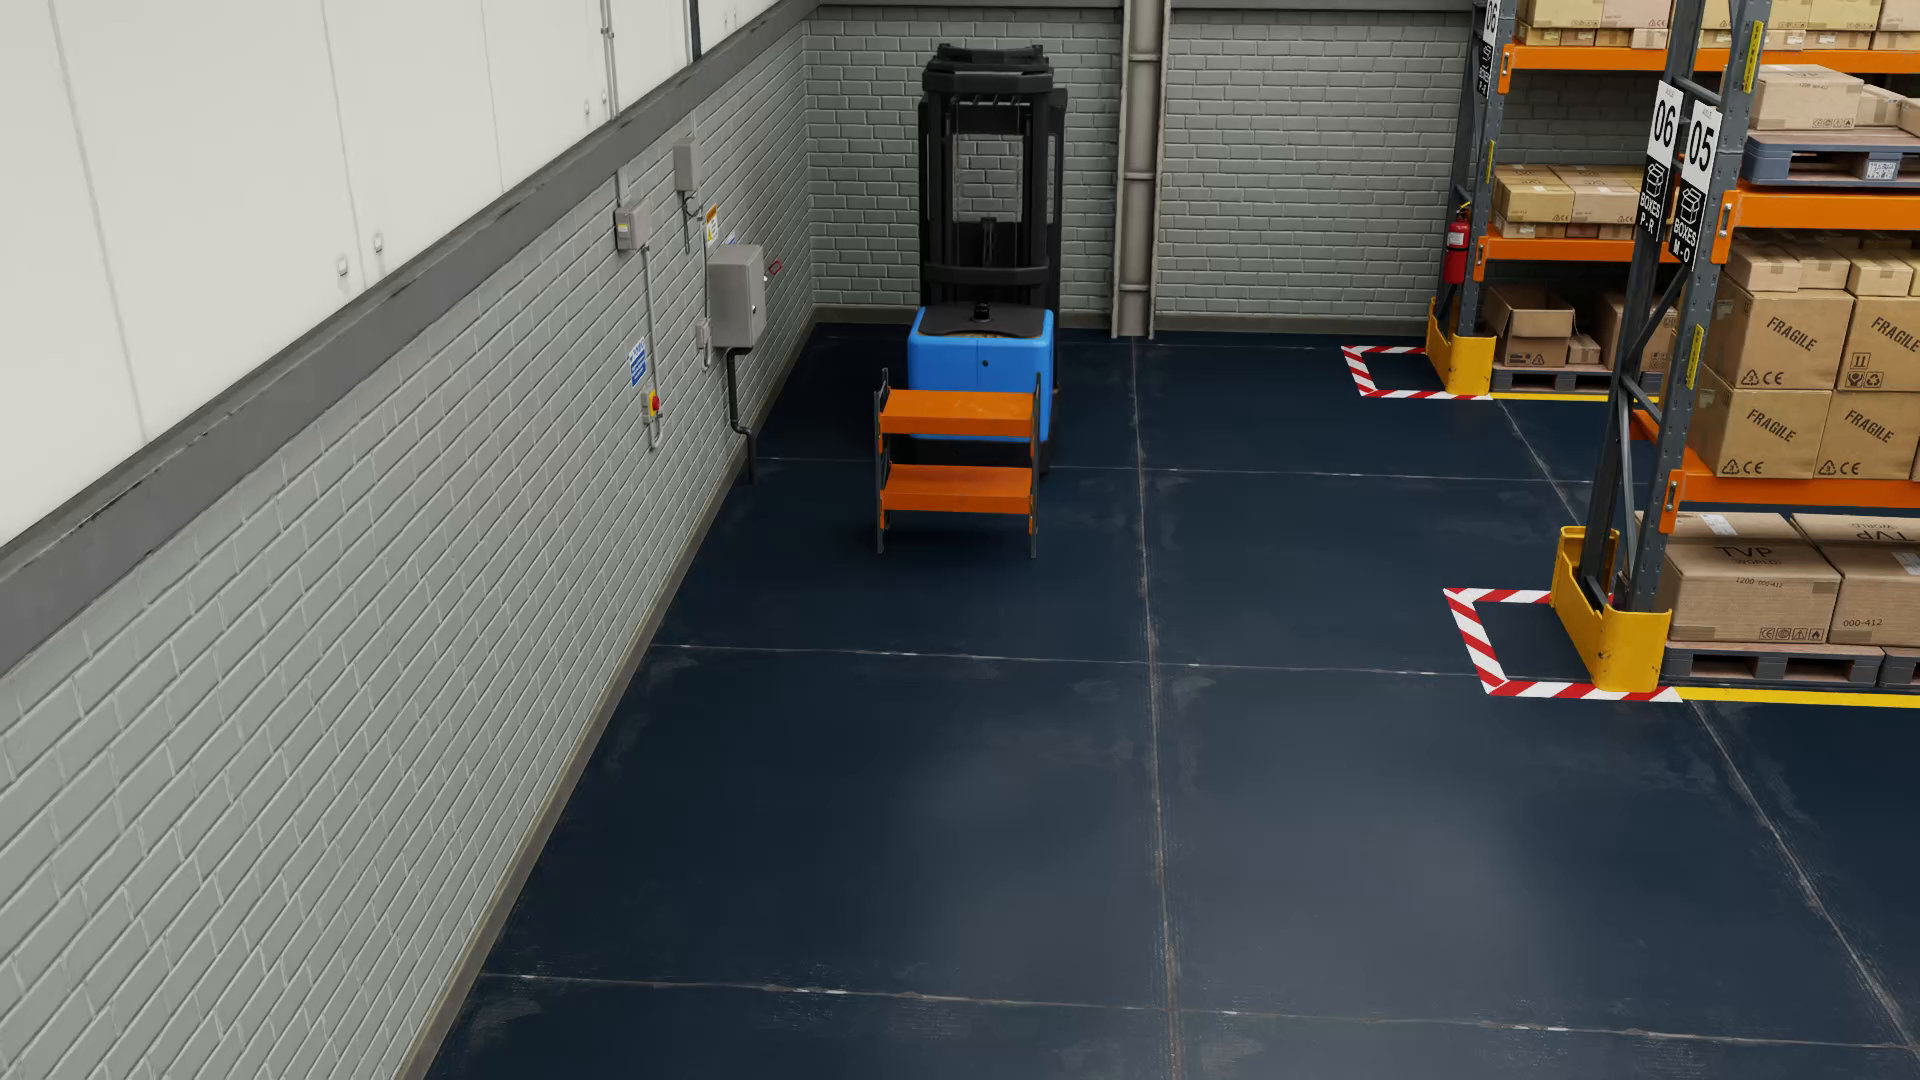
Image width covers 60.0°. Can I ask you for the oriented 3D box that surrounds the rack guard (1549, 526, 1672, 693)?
[{"bbox_3d":[3.814,0.389,9.806,0.348,0.500,1.175,2,25,4],"label":"rack guard"}]

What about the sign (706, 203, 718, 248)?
[{"bbox_3d":[-1.691,-2.146,11.337,0.001,0.242,0.339,2,25,4],"label":"sign"}]

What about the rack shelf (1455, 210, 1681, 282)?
[{"bbox_3d":[6.208,-2.423,13.789,4.000,0.370,1.077,2,25,4],"label":"rack shelf"}]

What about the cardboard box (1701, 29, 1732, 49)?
[{"bbox_3d":[5.785,-3.905,12.859,0.250,0.149,0.380,2,25,3],"label":"cardboard box"}]

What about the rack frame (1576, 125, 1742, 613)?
[{"bbox_3d":[3.838,-0.745,9.282,0.127,3.000,1.000,2,25,4],"label":"rack frame"}]

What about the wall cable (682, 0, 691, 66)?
[{"bbox_3d":[-1.795,-3.849,8.849,0.029,3.000,2.355,2,25,4],"label":"wall cable"}]

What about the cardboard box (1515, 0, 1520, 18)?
[{"bbox_3d":[4.678,-4.343,13.335,0.500,0.250,0.500,1,25,3],"label":"cardboard box"}]

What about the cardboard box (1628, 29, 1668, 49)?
[{"bbox_3d":[5.272,-3.892,12.832,0.250,0.149,0.380,2,25,5],"label":"cardboard box"}]

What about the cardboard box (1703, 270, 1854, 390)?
[{"bbox_3d":[4.294,-1.111,8.760,0.500,0.500,0.500,1,25,3],"label":"cardboard box"}]

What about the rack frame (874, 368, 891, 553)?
[{"bbox_3d":[-0.514,-0.527,11.051,0.032,1.125,0.500,2,25,4],"label":"rack frame"}]

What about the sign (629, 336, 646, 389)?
[{"bbox_3d":[-1.851,-1.021,9.557,0.001,0.218,0.327,2,25,4],"label":"sign"}]

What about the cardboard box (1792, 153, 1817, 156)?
[{"bbox_3d":[6.738,-3.253,13.657,0.500,0.500,0.500,1,25,3],"label":"cardboard box"}]

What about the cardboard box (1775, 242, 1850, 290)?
[{"bbox_3d":[4.437,-1.434,8.687,0.250,0.149,0.380,2,25,5],"label":"cardboard box"}]

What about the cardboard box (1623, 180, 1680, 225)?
[{"bbox_3d":[5.654,-2.724,13.404,0.500,0.250,0.500,1,25,3],"label":"cardboard box"}]

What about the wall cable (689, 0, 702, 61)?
[{"bbox_3d":[-1.544,-5.026,11.362,0.133,3.039,2.988,2,25,4],"label":"wall cable"}]

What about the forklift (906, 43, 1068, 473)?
[{"bbox_3d":[0.254,-2.395,12.949,1.130,2.935,3.031,2,25,5],"label":"forklift"}]

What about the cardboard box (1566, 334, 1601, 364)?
[{"bbox_3d":[5.237,-1.621,14.093,0.250,0.149,0.380,1,25,2],"label":"cardboard box"}]

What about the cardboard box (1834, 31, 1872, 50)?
[{"bbox_3d":[6.801,-3.875,12.795,0.250,0.149,0.380,3,25,6],"label":"cardboard box"}]

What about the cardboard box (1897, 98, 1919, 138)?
[{"bbox_3d":[4.905,-2.099,8.314,0.250,0.149,0.380,3,25,6],"label":"cardboard box"}]

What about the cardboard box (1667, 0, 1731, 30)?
[{"bbox_3d":[5.653,-4.087,12.778,0.500,0.250,0.500,1,25,2],"label":"cardboard box"}]

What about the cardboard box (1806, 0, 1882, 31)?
[{"bbox_3d":[6.673,-4.060,12.721,0.500,0.250,0.500,2,25,5],"label":"cardboard box"}]

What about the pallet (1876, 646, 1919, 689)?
[{"bbox_3d":[5.854,0.555,9.792,1.213,0.211,1.003,2,25,4],"label":"pallet"}]

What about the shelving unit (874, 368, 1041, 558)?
[{"bbox_3d":[-0.007,-0.511,11.015,1.048,1.125,0.538,2,25,4],"label":"shelving unit"}]

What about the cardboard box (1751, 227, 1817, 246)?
[{"bbox_3d":[4.466,-1.614,9.077,0.250,0.149,0.380,2,25,5],"label":"cardboard box"}]

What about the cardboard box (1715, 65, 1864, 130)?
[{"bbox_3d":[4.293,-2.299,8.627,0.500,0.250,0.500,0,25,-1],"label":"cardboard box"}]

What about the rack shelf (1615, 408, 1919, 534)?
[{"bbox_3d":[5.832,-0.355,9.293,4.000,0.370,1.077,2,25,4],"label":"rack shelf"}]

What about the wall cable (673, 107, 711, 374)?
[{"bbox_3d":[-1.689,-1.969,10.726,0.122,1.984,0.588,2,25,4],"label":"wall cable"}]

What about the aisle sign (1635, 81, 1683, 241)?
[{"bbox_3d":[3.790,-2.058,9.024,0.004,0.787,0.394,2,25,4],"label":"aisle sign"}]

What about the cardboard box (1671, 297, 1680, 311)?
[{"bbox_3d":[6.185,-1.708,13.862,0.500,0.500,0.500,2,25,5],"label":"cardboard box"}]

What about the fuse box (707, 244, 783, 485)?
[{"bbox_3d":[-1.480,-1.202,11.814,0.414,1.711,0.539,2,25,4],"label":"fuse box"}]

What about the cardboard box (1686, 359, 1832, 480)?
[{"bbox_3d":[4.294,-0.656,8.967,0.500,0.500,0.500,2,25,4],"label":"cardboard box"}]

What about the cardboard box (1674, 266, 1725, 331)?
[{"bbox_3d":[4.337,-1.329,9.234,0.500,0.500,0.500,3,25,6],"label":"cardboard box"}]

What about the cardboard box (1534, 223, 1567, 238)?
[{"bbox_3d":[4.778,-2.586,13.583,0.250,0.149,0.380,2,25,5],"label":"cardboard box"}]

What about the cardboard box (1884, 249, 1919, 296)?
[{"bbox_3d":[4.951,-1.377,8.563,0.250,0.149,0.380,1,25,2],"label":"cardboard box"}]

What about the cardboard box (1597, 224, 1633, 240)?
[{"bbox_3d":[5.290,-2.559,13.523,0.250,0.149,0.380,3,25,6],"label":"cardboard box"}]

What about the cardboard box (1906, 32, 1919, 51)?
[{"bbox_3d":[7.310,-3.845,12.729,0.250,0.149,0.380,3,25,6],"label":"cardboard box"}]

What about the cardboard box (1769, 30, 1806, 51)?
[{"bbox_3d":[6.284,-3.860,12.763,0.250,0.149,0.380,2,25,5],"label":"cardboard box"}]

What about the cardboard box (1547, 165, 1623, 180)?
[{"bbox_3d":[5.207,-2.960,13.918,0.500,0.250,0.500,2,25,4],"label":"cardboard box"}]

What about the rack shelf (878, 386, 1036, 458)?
[{"bbox_3d":[-0.007,-0.777,10.893,1.000,0.278,0.538,2,25,4],"label":"rack shelf"}]

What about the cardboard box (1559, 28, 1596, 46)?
[{"bbox_3d":[4.777,-3.958,12.976,0.250,0.149,0.380,2,25,5],"label":"cardboard box"}]

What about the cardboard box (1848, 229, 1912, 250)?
[{"bbox_3d":[4.978,-1.615,9.080,0.250,0.149,0.380,2,25,5],"label":"cardboard box"}]

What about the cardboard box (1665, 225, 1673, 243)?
[{"bbox_3d":[5.801,-2.513,13.424,0.250,0.149,0.380,1,25,2],"label":"cardboard box"}]

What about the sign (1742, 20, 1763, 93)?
[{"bbox_3d":[3.789,-2.310,7.953,0.005,0.325,0.100,2,25,4],"label":"sign"}]

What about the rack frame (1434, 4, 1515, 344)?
[{"bbox_3d":[4.214,-2.814,13.778,0.127,3.000,1.000,2,25,4],"label":"rack frame"}]

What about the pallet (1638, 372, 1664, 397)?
[{"bbox_3d":[6.298,-1.480,14.214,1.213,0.211,1.003,2,25,4],"label":"pallet"}]

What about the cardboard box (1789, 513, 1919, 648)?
[{"bbox_3d":[5.416,0.233,9.718,0.875,0.438,0.875,2,25,5],"label":"cardboard box"}]

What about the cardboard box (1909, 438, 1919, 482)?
[{"bbox_3d":[5.306,-0.627,8.906,0.500,0.500,0.500,2,25,4],"label":"cardboard box"}]

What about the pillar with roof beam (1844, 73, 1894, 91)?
[{"bbox_3d":[7.247,-4.015,9.211,0.400,9.000,9.100,2,25,4],"label":"pillar with roof beam"}]

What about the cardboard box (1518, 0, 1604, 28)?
[{"bbox_3d":[4.635,-4.116,12.841,0.500,0.250,0.500,2,25,3],"label":"cardboard box"}]

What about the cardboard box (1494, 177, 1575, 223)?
[{"bbox_3d":[4.646,-2.754,13.471,0.500,0.250,0.500,2,25,4],"label":"cardboard box"}]
